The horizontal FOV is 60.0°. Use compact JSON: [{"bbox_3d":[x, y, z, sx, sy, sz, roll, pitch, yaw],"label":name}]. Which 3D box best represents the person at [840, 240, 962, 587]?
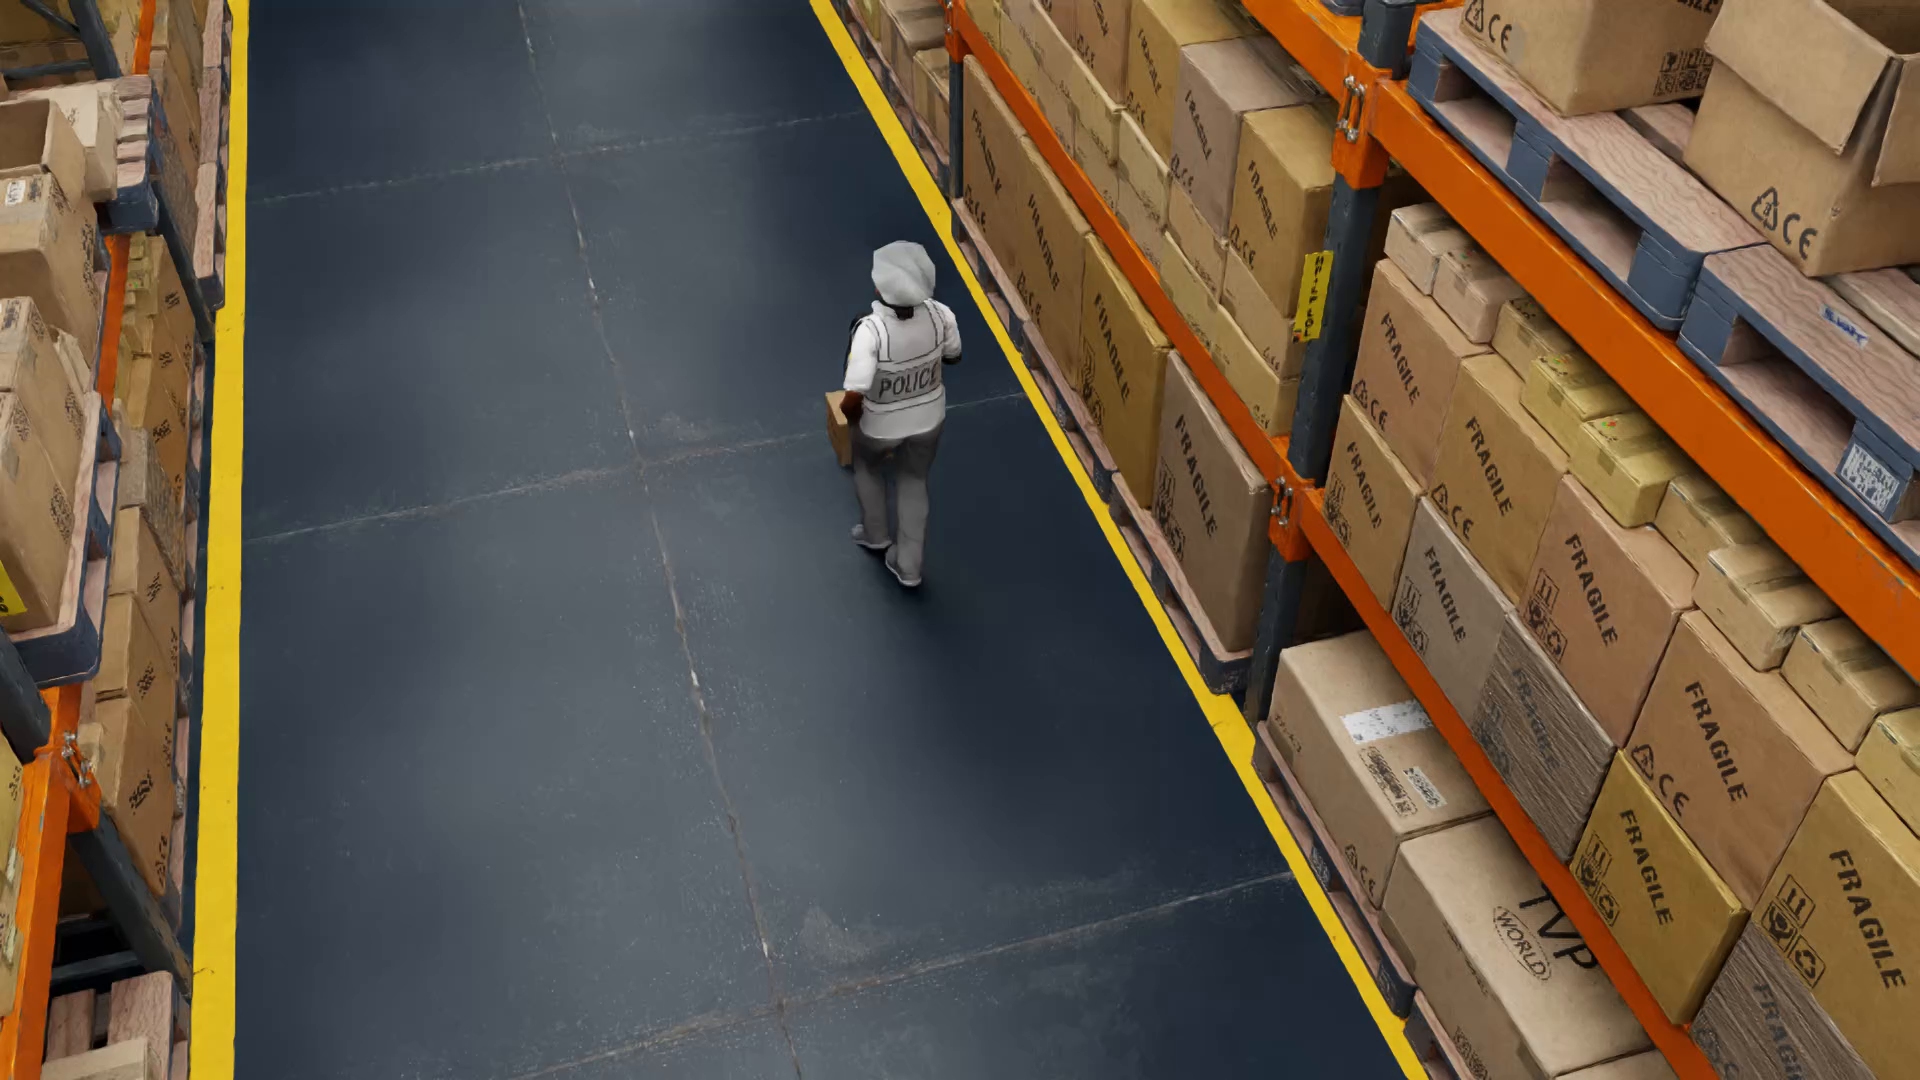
[{"bbox_3d":[-0.264,-0.501,6.733,0.558,1.724,0.616,-12,44,-12],"label":"person"}]
